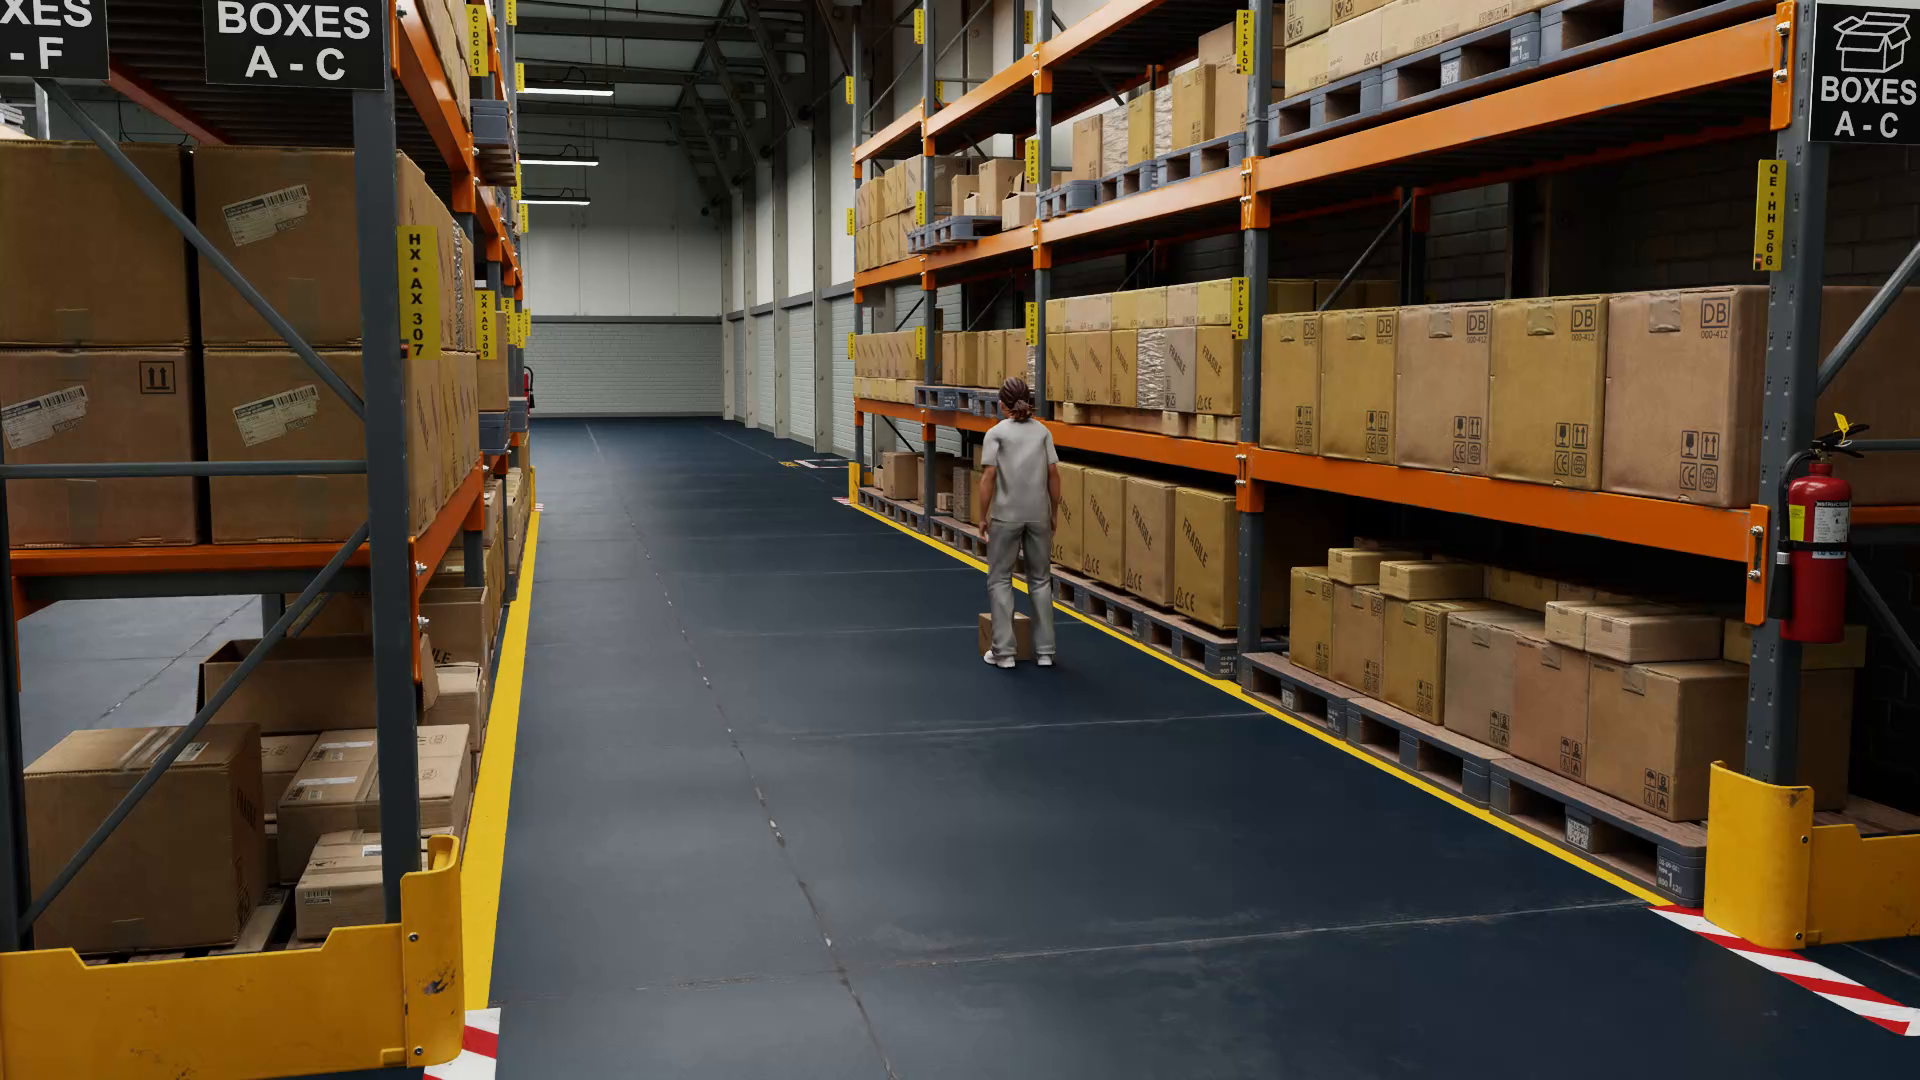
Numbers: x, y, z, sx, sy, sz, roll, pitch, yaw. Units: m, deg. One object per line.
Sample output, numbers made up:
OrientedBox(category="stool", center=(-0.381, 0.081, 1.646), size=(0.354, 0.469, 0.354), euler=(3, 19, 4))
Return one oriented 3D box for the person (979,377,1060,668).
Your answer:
OrientedBox(category="person", center=(0.340, -0.104, 9.606), size=(0.488, 1.672, 0.360), euler=(-2, 6, -16))
